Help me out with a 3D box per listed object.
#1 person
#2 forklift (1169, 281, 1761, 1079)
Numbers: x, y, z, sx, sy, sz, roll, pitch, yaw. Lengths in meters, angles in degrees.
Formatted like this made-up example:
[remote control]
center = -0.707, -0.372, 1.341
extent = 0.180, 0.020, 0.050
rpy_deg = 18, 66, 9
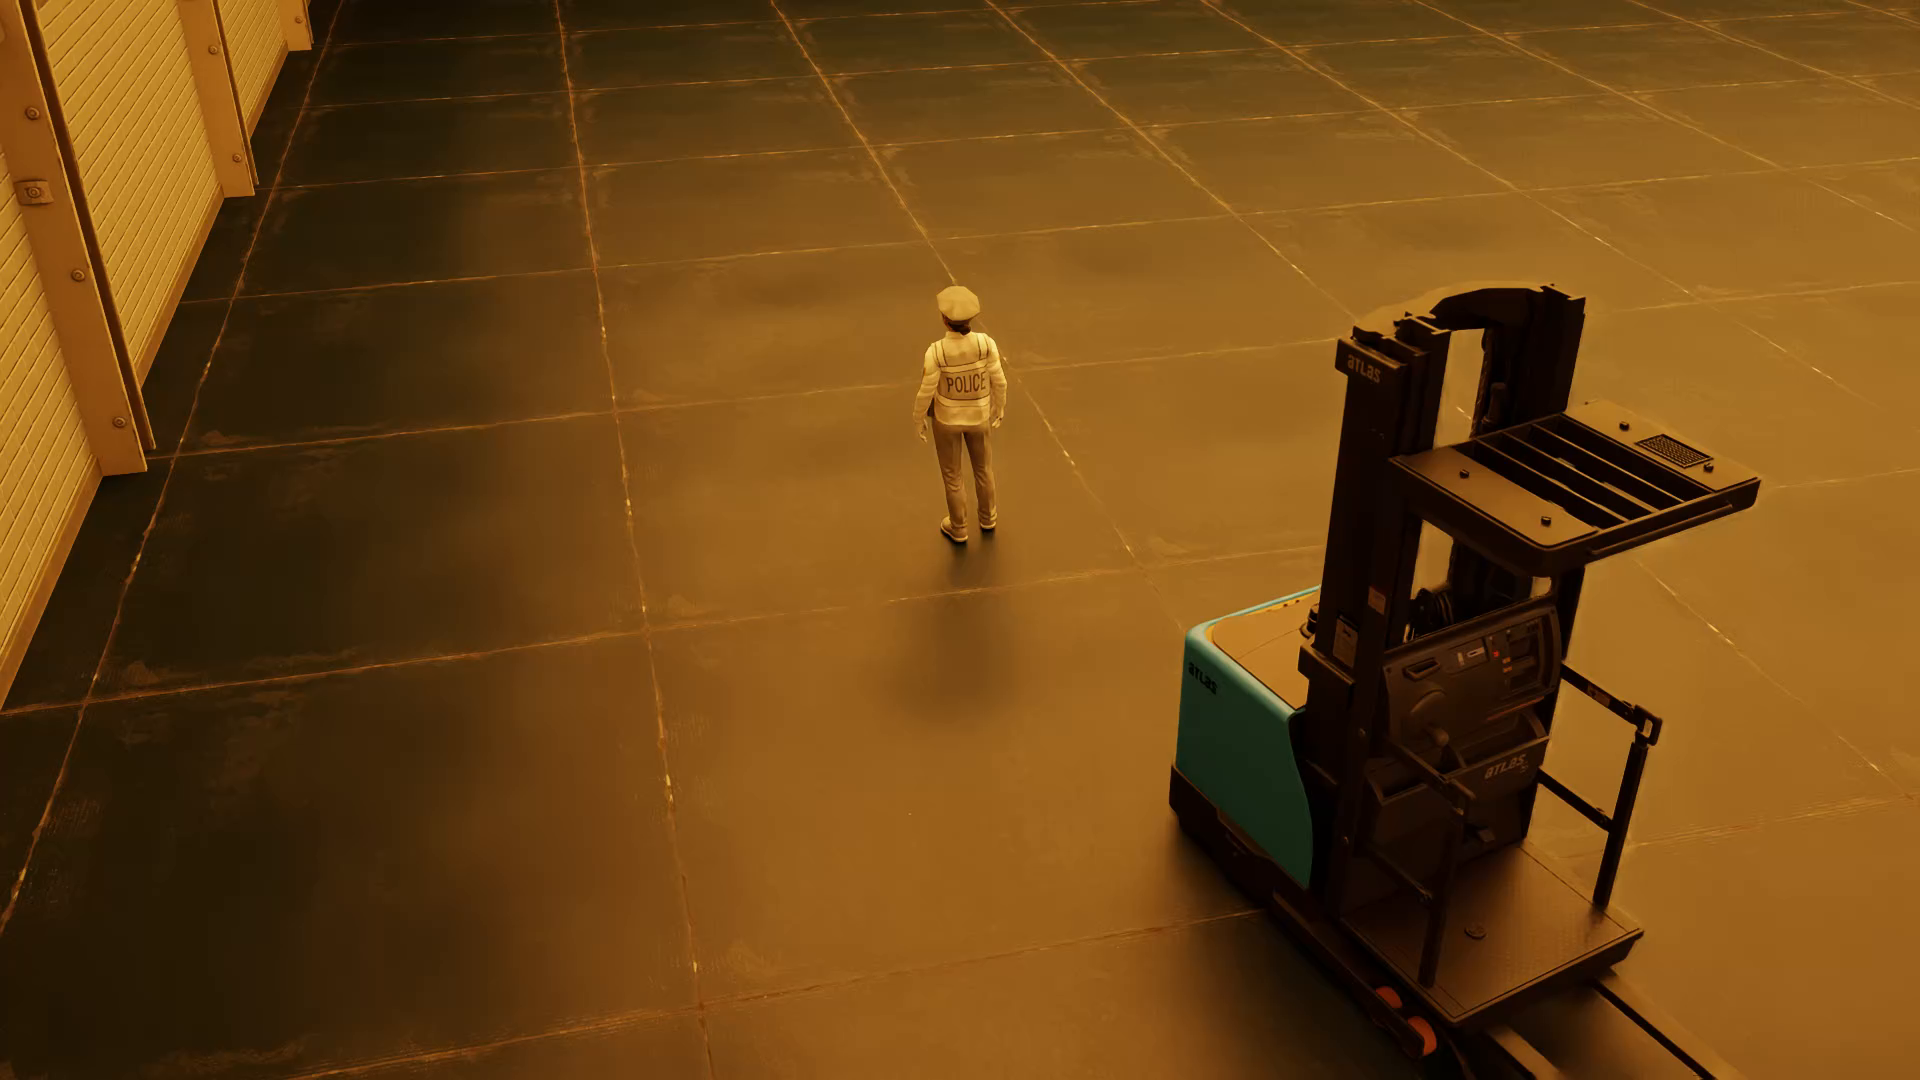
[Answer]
[person]
center = -0.009, -0.774, 10.131
extent = 0.587, 1.694, 0.530
rpy_deg = -7, 31, -12
[forklift]
center = 2.175, 0.595, 6.547
extent = 1.130, 2.935, 3.031
rpy_deg = -15, 33, -25
